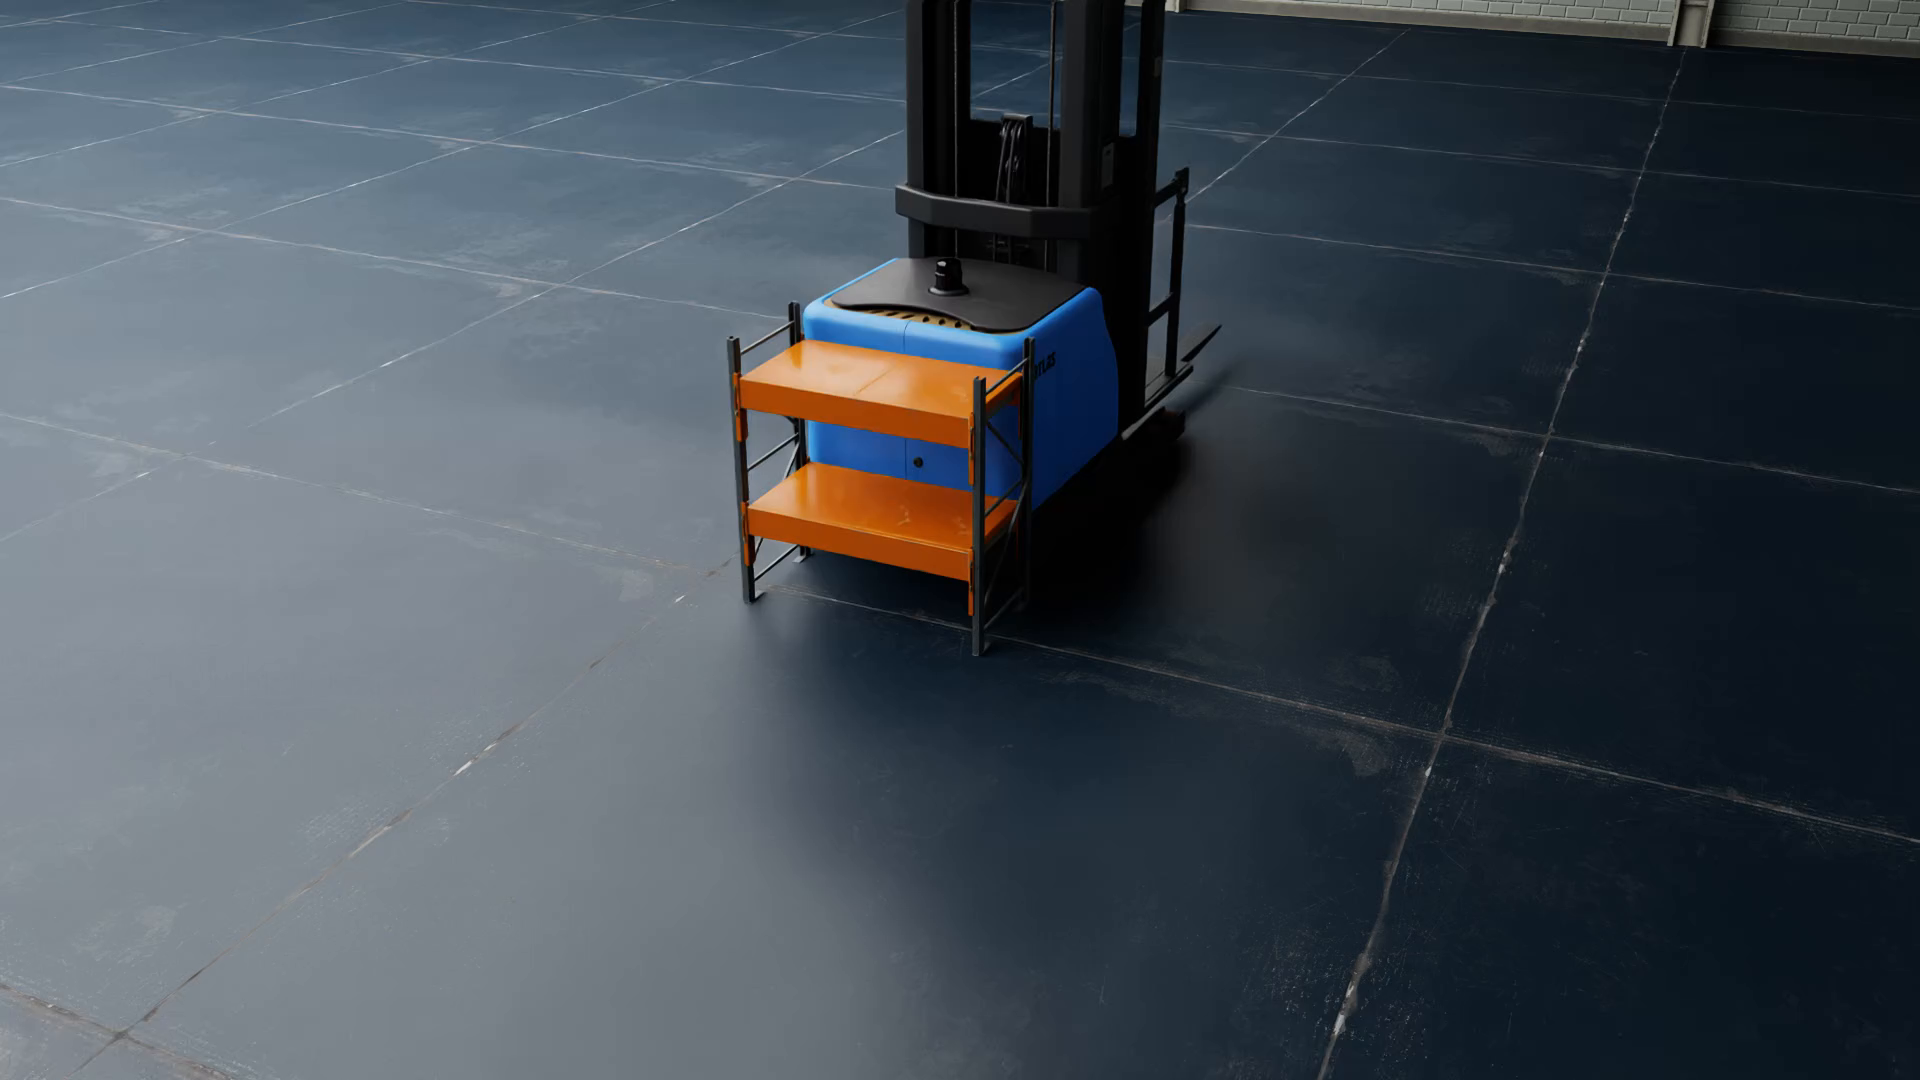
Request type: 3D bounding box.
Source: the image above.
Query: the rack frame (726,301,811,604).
[{"bbox_3d":[-0.758,-0.347,6.682,0.032,1.125,0.500,12,28,22],"label":"rack frame"}]

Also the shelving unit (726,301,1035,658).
[{"bbox_3d":[-0.297,-0.253,6.490,1.048,1.125,0.538,12,28,22],"label":"shelving unit"}]

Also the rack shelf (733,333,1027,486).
[{"bbox_3d":[-0.297,-0.515,6.361,1.000,0.278,0.538,12,28,22],"label":"rack shelf"}]

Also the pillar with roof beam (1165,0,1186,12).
[{"bbox_3d":[0.789,-8.875,15.088,0.400,9.000,9.100,11,28,22],"label":"pillar with roof beam"}]

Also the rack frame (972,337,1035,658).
[{"bbox_3d":[0.165,-0.159,6.298,0.032,1.125,0.500,12,28,22],"label":"rack frame"}]

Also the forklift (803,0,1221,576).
[{"bbox_3d":[0.459,-1.788,7.563,1.130,2.935,3.031,13,29,24],"label":"forklift"}]

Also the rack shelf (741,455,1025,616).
[{"bbox_3d":[-0.297,-0.034,6.598,1.000,0.278,0.538,12,28,22],"label":"rack shelf"}]

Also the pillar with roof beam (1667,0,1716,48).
[{"bbox_3d":[6.251,-7.778,12.860,0.400,9.000,9.100,11,28,22],"label":"pillar with roof beam"}]
